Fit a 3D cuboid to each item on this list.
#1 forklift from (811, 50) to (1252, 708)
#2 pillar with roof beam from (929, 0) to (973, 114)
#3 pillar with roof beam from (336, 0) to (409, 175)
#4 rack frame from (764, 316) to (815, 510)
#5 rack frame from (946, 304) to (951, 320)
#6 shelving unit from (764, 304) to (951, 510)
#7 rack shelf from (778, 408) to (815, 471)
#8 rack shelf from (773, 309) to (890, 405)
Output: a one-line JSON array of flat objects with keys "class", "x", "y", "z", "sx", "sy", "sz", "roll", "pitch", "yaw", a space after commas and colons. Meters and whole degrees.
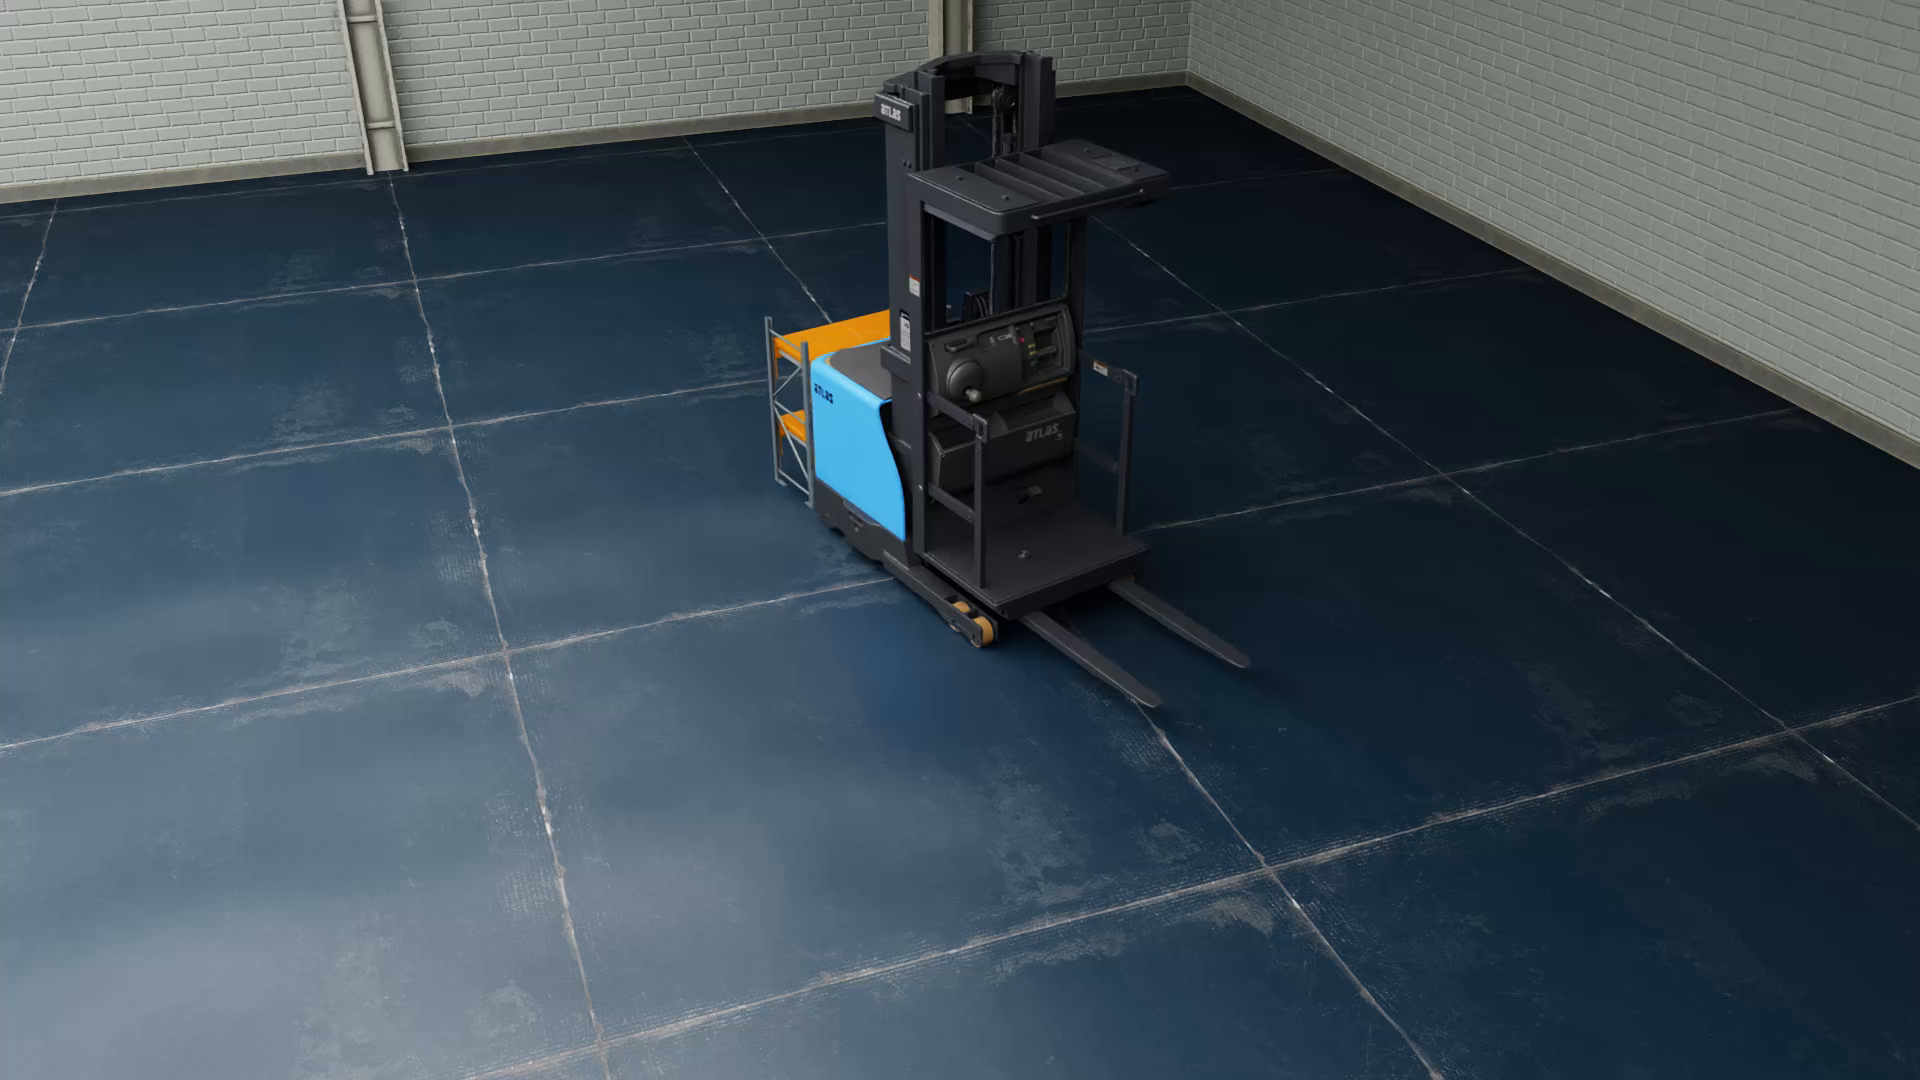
[{"class": "forklift", "x": 0.358, "y": -0.960, "z": 8.826, "sx": 1.130, "sy": 2.935, "sz": 3.031, "roll": -19, "pitch": 35, "yaw": -30}, {"class": "pillar with roof beam", "x": 1.404, "y": -6.663, "z": 12.705, "sx": 0.400, "sy": 9.000, "sz": 9.100, "roll": -10, "pitch": 31, "yaw": -18}, {"class": "pillar with roof beam", "x": -4.219, "y": -5.627, "z": 10.887, "sx": 0.400, "sy": 9.000, "sz": 9.100, "roll": -10, "pitch": 31, "yaw": -18}, {"class": "rack frame", "x": -1.051, "y": -0.785, "z": 10.337, "sx": 0.032, "sy": 1.125, "sz": 0.500, "roll": -18, "pitch": 34, "yaw": -29}, {"class": "rack frame", "x": -0.206, "y": -1.065, "z": 10.829, "sx": 0.032, "sy": 1.125, "sz": 0.500, "roll": -18, "pitch": 34, "yaw": -29}, {"class": "shelving unit", "x": -0.629, "y": -0.925, "z": 10.583, "sx": 1.048, "sy": 1.125, "sz": 0.538, "roll": -18, "pitch": 34, "yaw": -29}, {"class": "rack shelf", "x": -0.628, "y": -0.711, "z": 10.703, "sx": 1.000, "sy": 0.278, "sz": 0.538, "roll": -18, "pitch": 34, "yaw": -29}, {"class": "rack shelf", "x": -0.630, "y": -1.180, "z": 10.440, "sx": 1.000, "sy": 0.278, "sz": 0.538, "roll": -18, "pitch": 34, "yaw": -29}]
